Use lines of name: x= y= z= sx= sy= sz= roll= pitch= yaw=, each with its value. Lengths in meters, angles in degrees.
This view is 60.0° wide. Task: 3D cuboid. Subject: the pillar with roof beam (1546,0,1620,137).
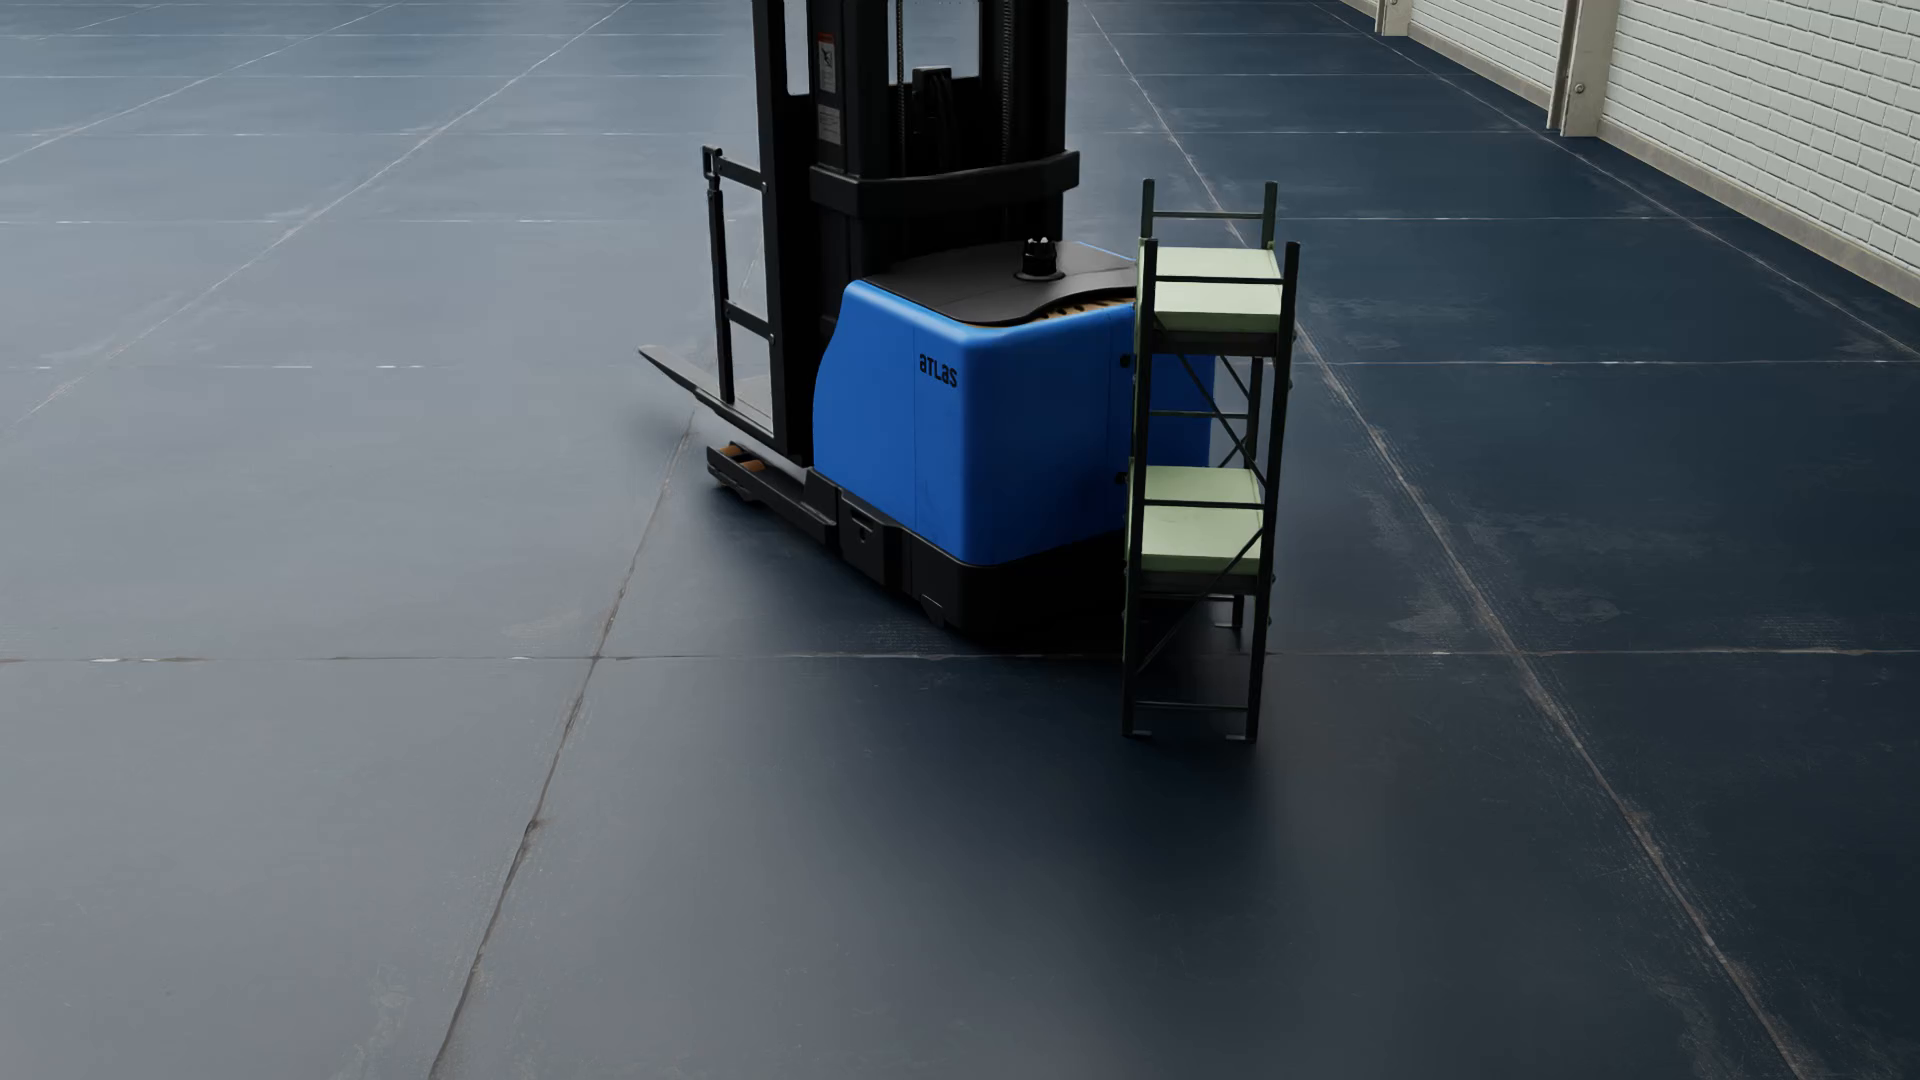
pillar with roof beam: x=0.733 y=-7.436 z=11.771 sx=9.100 sy=9.000 sz=0.400 roll=0 pitch=24 yaw=-1

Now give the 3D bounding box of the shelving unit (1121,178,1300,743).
shelving unit: x=0.716 y=-0.246 z=4.973 sx=0.431 sy=1.500 sz=0.755 roll=2 pitch=24 yaw=5

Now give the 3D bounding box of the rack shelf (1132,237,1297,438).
rack shelf: x=0.717 y=-0.602 z=4.812 sx=0.431 sy=0.370 sz=0.720 roll=2 pitch=24 yaw=5

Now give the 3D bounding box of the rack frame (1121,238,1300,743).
rack frame: x=0.682 y=-0.096 z=4.641 sx=0.400 sy=1.500 sz=0.023 roll=2 pitch=24 yaw=5

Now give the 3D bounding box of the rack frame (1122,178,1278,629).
rack frame: x=0.751 y=-0.396 z=5.305 sx=0.400 sy=1.500 sz=0.023 roll=2 pitch=24 yaw=5

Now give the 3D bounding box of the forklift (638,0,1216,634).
forklift: x=-0.363 y=-1.583 z=6.194 sx=1.130 sy=2.935 sz=3.031 roll=-16 pitch=29 yaw=-31

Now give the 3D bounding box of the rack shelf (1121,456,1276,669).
rack shelf: x=0.716 y=0.051 z=5.108 sx=0.431 sy=0.370 sz=0.720 roll=2 pitch=24 yaw=5

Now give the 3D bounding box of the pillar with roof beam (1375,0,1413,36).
pillar with roof beam: x=0.667 y=-9.908 z=17.238 sx=9.100 sy=9.000 sz=0.400 roll=0 pitch=24 yaw=-1
